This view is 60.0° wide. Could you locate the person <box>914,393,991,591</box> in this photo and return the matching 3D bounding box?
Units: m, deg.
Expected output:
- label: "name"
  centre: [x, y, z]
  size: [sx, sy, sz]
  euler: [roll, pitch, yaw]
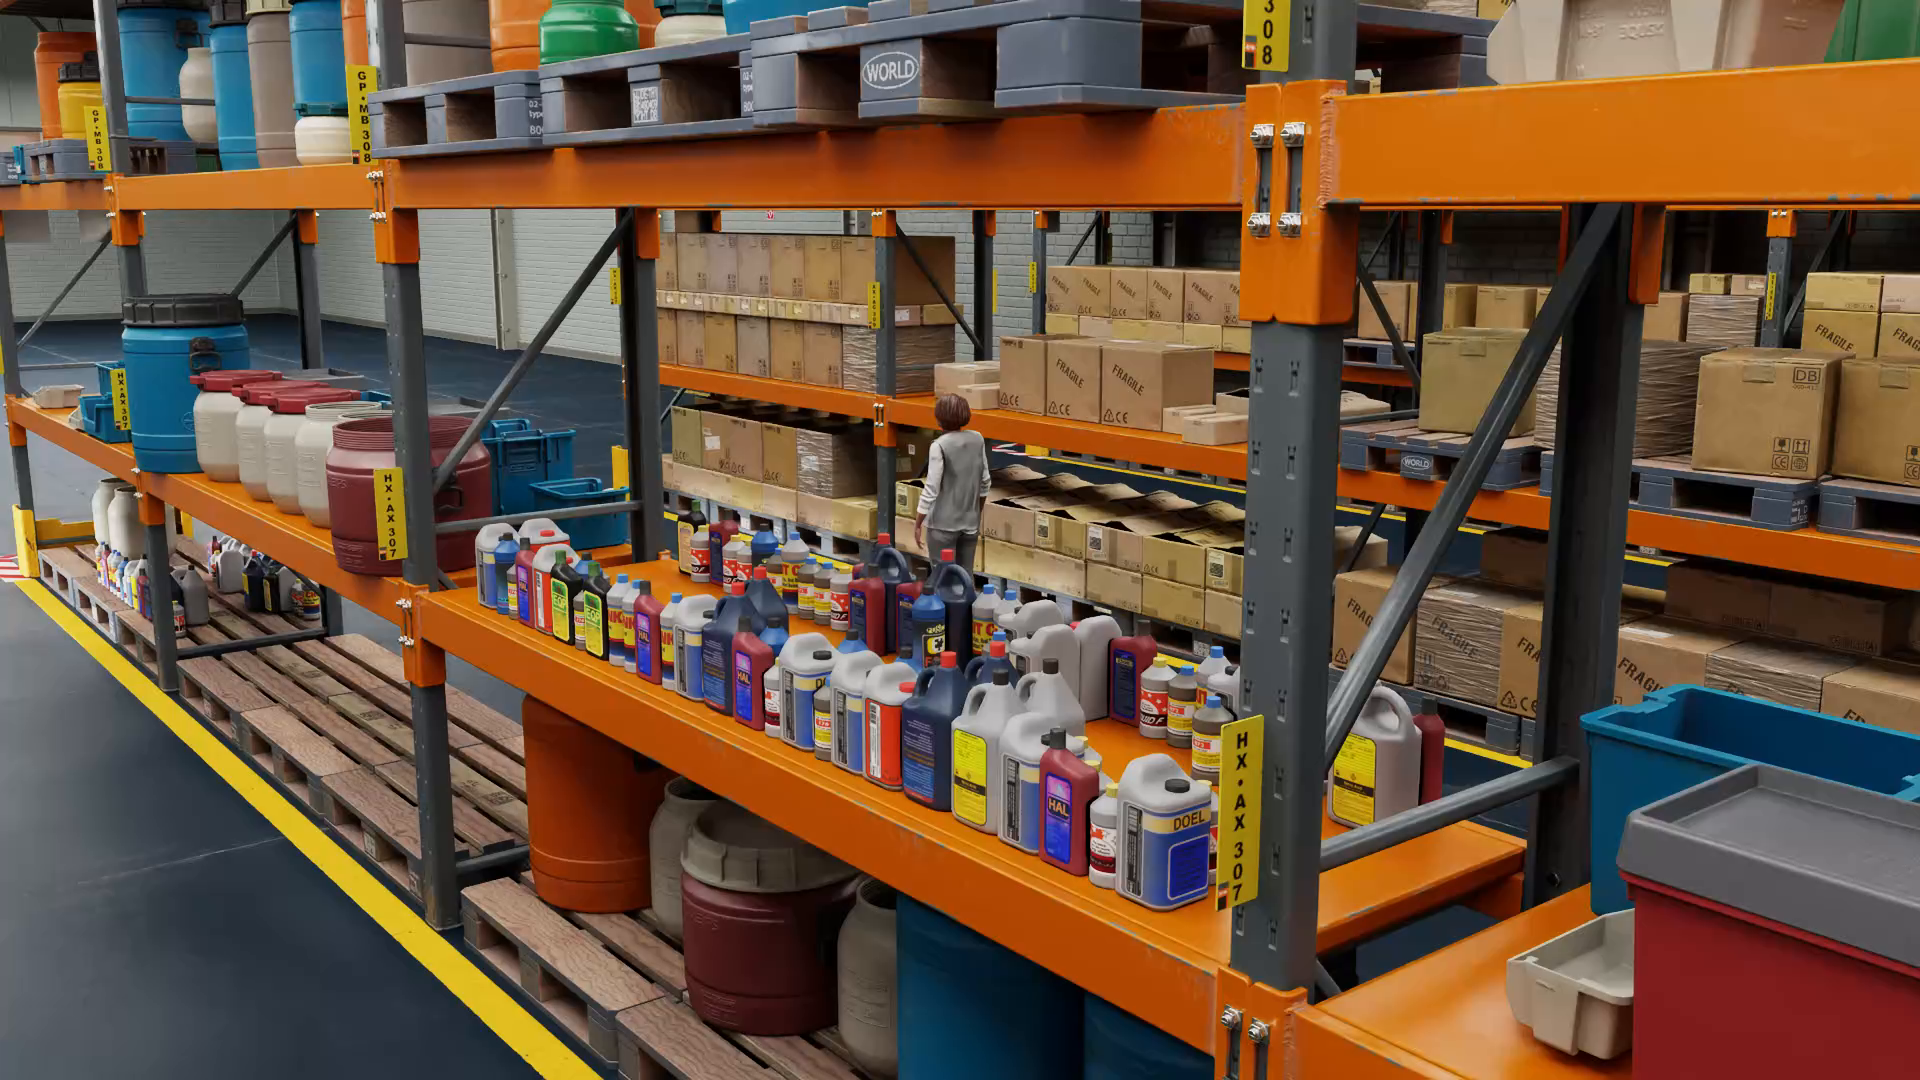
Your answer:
- label: "person"
  centre: [-0.084, -0.090, 9.873]
  size: [0.521, 1.597, 0.475]
  euler: [-9, 14, -37]
